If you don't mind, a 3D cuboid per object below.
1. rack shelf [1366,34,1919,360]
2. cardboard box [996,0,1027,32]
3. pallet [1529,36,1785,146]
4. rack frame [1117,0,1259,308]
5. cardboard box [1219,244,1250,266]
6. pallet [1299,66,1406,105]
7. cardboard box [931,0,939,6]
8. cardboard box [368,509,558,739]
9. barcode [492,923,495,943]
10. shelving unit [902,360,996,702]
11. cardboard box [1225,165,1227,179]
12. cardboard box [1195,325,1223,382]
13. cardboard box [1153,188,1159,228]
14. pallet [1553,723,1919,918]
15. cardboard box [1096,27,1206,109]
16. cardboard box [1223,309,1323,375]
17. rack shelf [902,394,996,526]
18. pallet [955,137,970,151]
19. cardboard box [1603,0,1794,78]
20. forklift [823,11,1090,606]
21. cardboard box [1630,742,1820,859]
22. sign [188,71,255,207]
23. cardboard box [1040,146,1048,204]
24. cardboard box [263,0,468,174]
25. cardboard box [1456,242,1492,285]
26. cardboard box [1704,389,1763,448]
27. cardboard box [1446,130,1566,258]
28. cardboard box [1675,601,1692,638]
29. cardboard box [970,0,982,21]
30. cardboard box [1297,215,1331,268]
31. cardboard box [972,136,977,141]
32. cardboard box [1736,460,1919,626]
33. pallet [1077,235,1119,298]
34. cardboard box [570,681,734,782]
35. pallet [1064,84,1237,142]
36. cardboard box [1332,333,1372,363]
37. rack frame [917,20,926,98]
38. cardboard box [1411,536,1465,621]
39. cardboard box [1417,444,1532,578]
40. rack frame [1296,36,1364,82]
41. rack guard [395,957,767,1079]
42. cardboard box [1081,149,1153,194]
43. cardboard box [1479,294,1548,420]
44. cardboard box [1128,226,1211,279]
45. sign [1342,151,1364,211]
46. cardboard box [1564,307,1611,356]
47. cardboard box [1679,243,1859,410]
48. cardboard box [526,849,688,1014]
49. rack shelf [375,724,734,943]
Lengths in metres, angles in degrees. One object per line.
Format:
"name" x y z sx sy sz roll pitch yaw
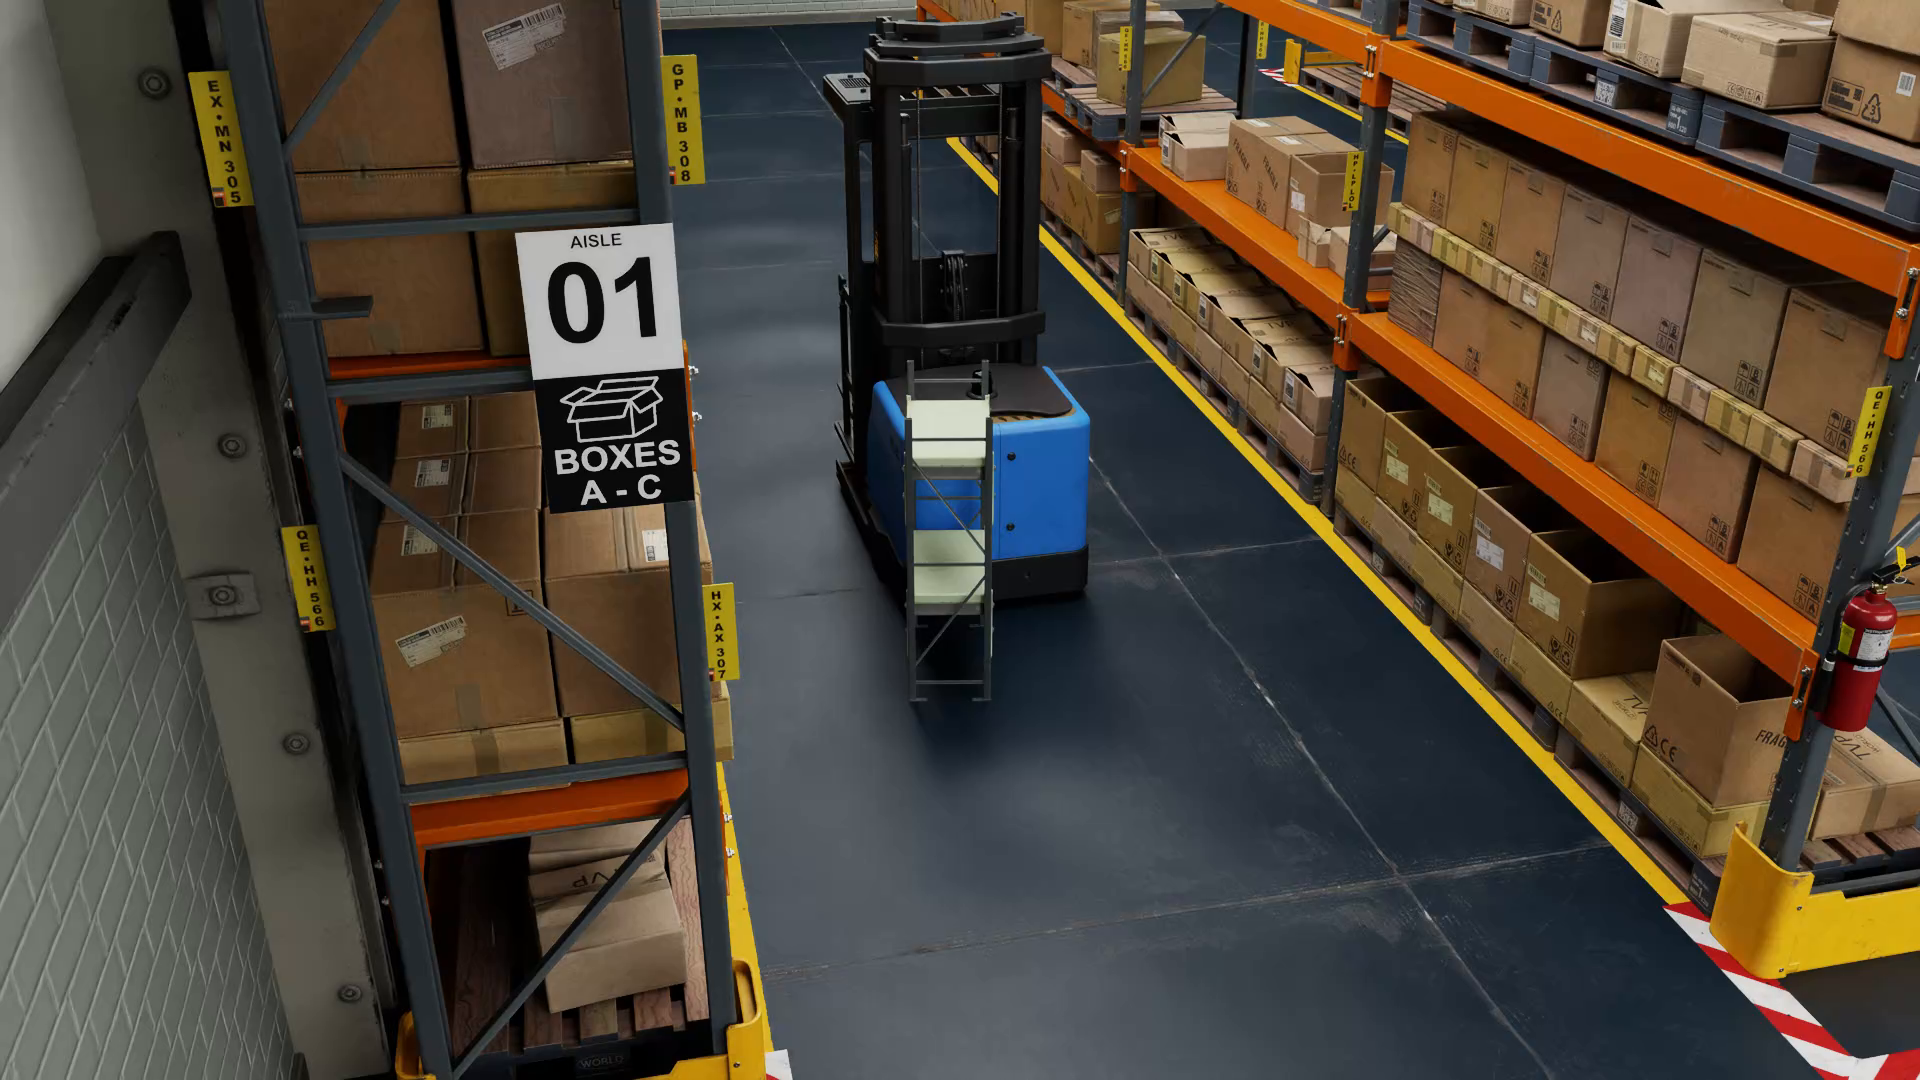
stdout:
"rack shelf" 3.136 -1.683 7.226 1.077 0.370 4.000 -6 27 -12
"cardboard box" 0.771 -5.057 15.863 0.700 0.500 0.500 -16 31 -29
"pallet" 3.174 -1.937 7.028 1.003 0.211 1.213 -6 27 -12
"rack frame" 1.783 -3.300 12.958 1.000 3.000 0.127 -6 27 -12
"cardboard box" 2.265 -2.077 12.500 0.500 0.311 0.500 -6 27 -12
"pallet" 4.955 -5.702 20.813 1.003 0.211 1.213 -6 27 -12
"cardboard box" -0.055 -6.409 19.007 0.500 0.500 0.500 -6 27 -12
"cardboard box" -1.552 0.255 5.228 0.500 0.500 0.500 -6 27 -12
"barcode" -1.701 1.437 6.060 0.001 0.075 0.075 -6 27 -12
"shelving unit" -0.055 -0.045 8.175 0.431 1.500 0.755 0 27 -1
"cardboard box" 2.126 -2.633 11.917 0.380 0.149 0.250 -4 27 -8
"cardboard box" 1.968 -1.326 11.635 0.500 0.250 0.500 -5 27 -11
"cardboard box" 1.836 -2.838 14.330 0.500 0.500 0.500 -7 28 -13
"pallet" 3.373 1.126 7.285 1.003 0.211 1.213 -6 27 -12
"cardboard box" 1.532 -3.797 13.366 0.700 0.500 0.500 -16 31 -29
"cardboard box" 2.081 -1.350 11.058 0.500 0.311 0.500 -6 27 -12
"rack shelf" -0.055 -0.394 7.999 0.431 0.370 0.720 0 27 -1
"pallet" 0.450 -4.649 18.726 1.003 0.211 1.213 -6 27 -12
"cardboard box" 2.945 -2.060 6.650 0.500 0.311 0.500 -3 27 -6
"forklift" -0.150 -1.584 9.636 1.130 2.935 3.031 -6 27 -12
"cardboard box" 3.178 1.047 6.932 0.500 0.250 0.500 -6 27 -12
"sign" -1.784 -0.970 4.031 0.100 0.325 0.005 -6 27 -12
"cardboard box" 0.990 -3.446 15.534 0.500 0.500 0.500 -6 27 -11
"cardboard box" -1.591 -1.285 4.394 0.500 0.500 0.500 -5 27 -9
"cardboard box" 2.734 -1.402 8.368 0.380 0.149 0.250 -6 27 -12
"cardboard box" 3.196 -0.497 6.575 0.380 0.149 0.250 -6 27 -12
"cardboard box" 2.906 -1.751 8.340 0.700 0.500 0.500 -6 27 -12
"cardboard box" 3.442 0.222 7.734 0.500 0.500 0.500 -6 27 -12
"cardboard box" 0.402 -5.520 17.246 0.500 0.500 0.500 -5 27 -10
"cardboard box" 2.308 -1.851 10.237 0.396 0.266 0.258 -7 28 -13
"cardboard box" 0.334 -4.359 17.733 0.380 0.149 0.250 -6 27 -12
"cardboard box" 3.494 -0.038 6.386 0.700 0.500 0.500 -6 27 -12
"pallet" 1.652 -2.386 14.244 1.003 0.211 1.213 -6 27 -12
"cardboard box" -1.040 0.529 5.518 0.500 0.250 0.500 -7 28 -13
"pallet" 1.562 -3.504 13.577 1.213 0.211 1.003 -6 27 -12
"cardboard box" 2.727 -1.181 10.724 0.500 0.311 0.500 -6 27 -12
"rack frame" -0.019 -6.812 19.916 1.000 3.000 0.127 -6 27 -12
"cardboard box" 2.709 0.171 8.668 0.500 0.250 0.500 -6 27 -12
"cardboard box" 2.710 -0.164 8.499 0.500 0.500 0.500 -6 27 -12
"rack frame" 4.807 -7.313 20.910 1.000 3.000 0.127 -6 27 -12
"rack guard" -1.256 1.800 5.630 1.175 0.500 0.348 -6 27 -12
"cardboard box" 1.327 -3.126 14.068 0.500 0.250 0.500 -5 27 -10
"cardboard box" 3.025 -0.943 8.177 0.700 0.500 0.500 -6 27 -11
"cardboard box" 1.615 -2.250 12.842 0.500 0.311 0.500 -5 27 -10
"sign" 2.158 -1.966 9.119 0.100 0.325 0.005 -6 27 -12
"cardboard box" 2.963 -0.951 7.474 0.380 0.149 0.250 -6 27 -12
"cardboard box" 3.358 -0.871 6.596 0.700 0.500 0.500 -7 28 -13
"cardboard box" -1.307 1.408 6.127 0.500 0.311 0.500 -9 28 -17
"rack shelf" -1.690 0.160 6.902 1.077 0.370 4.000 -6 27 -12
